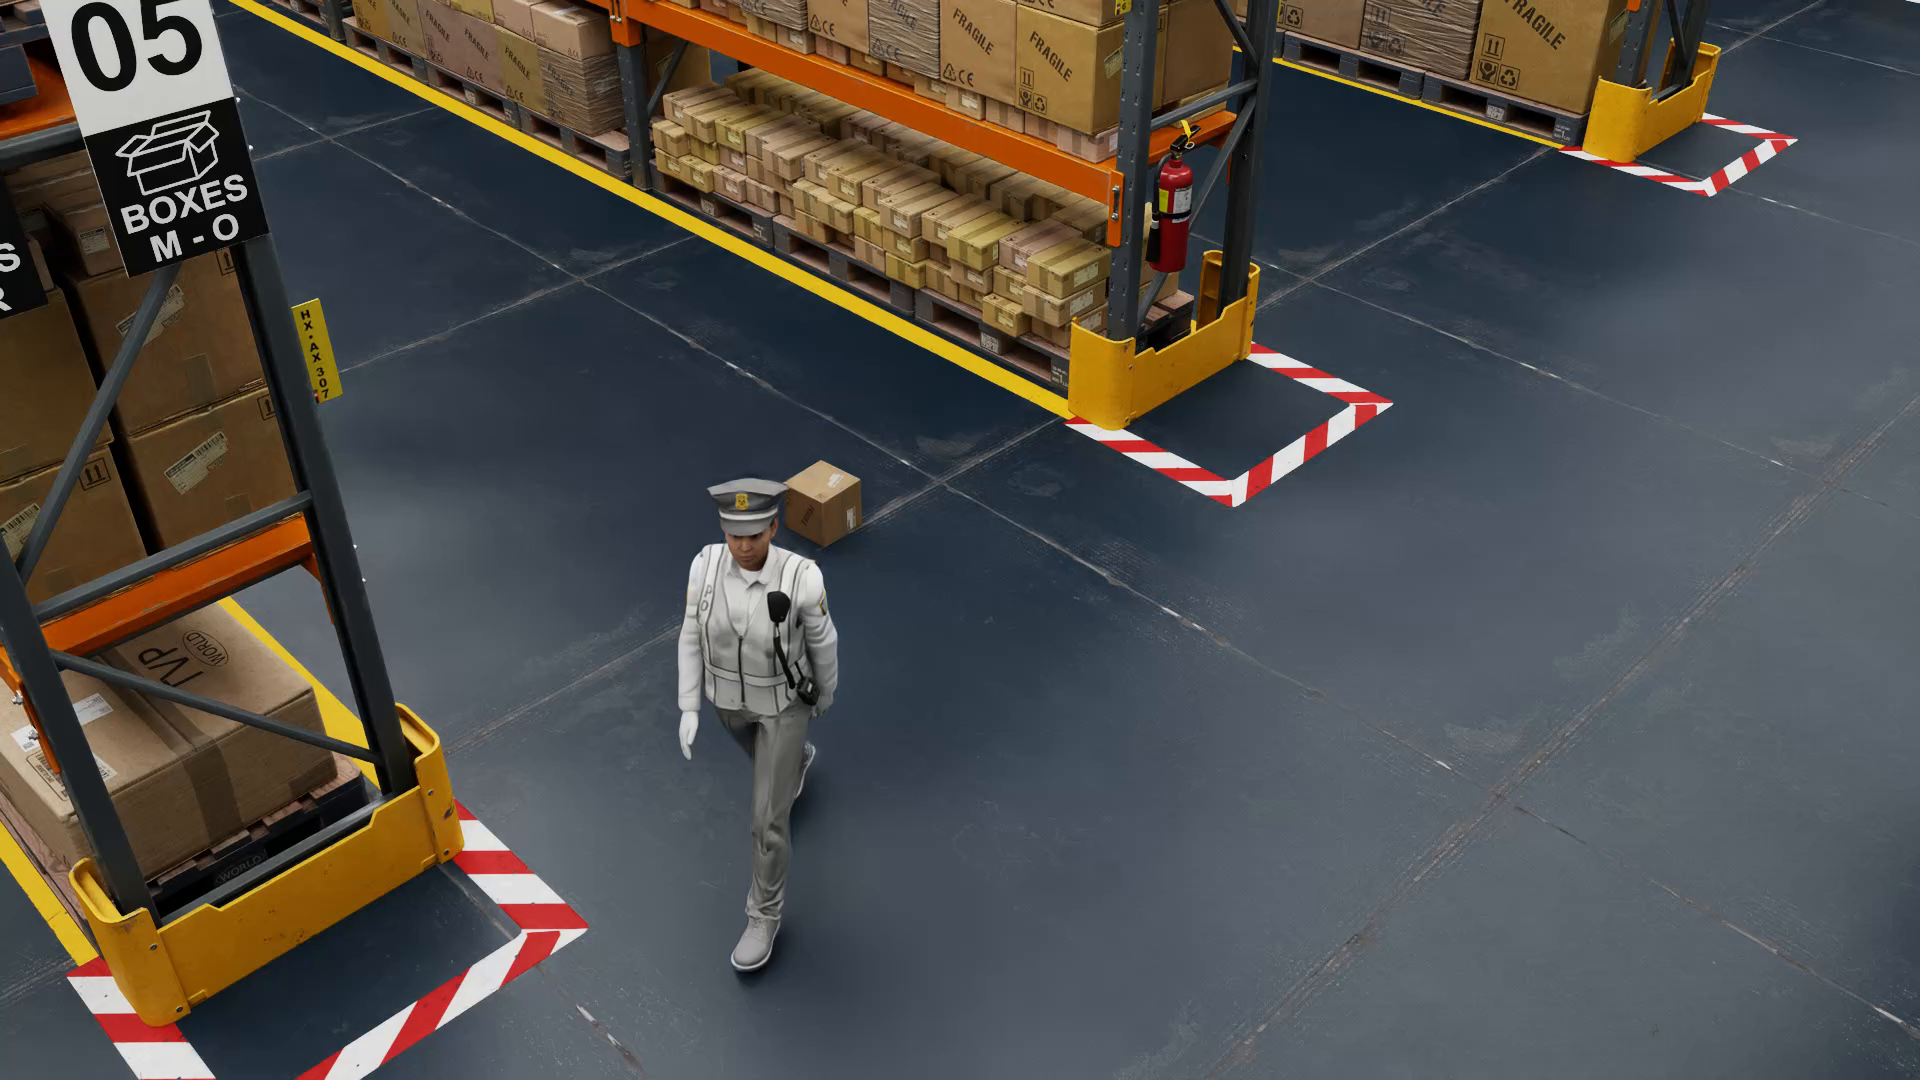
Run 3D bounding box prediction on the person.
[{"bbox_3d":[-0.660,0.489,5.430,0.484,1.634,1.017,10,37,13],"label":"person"}]
